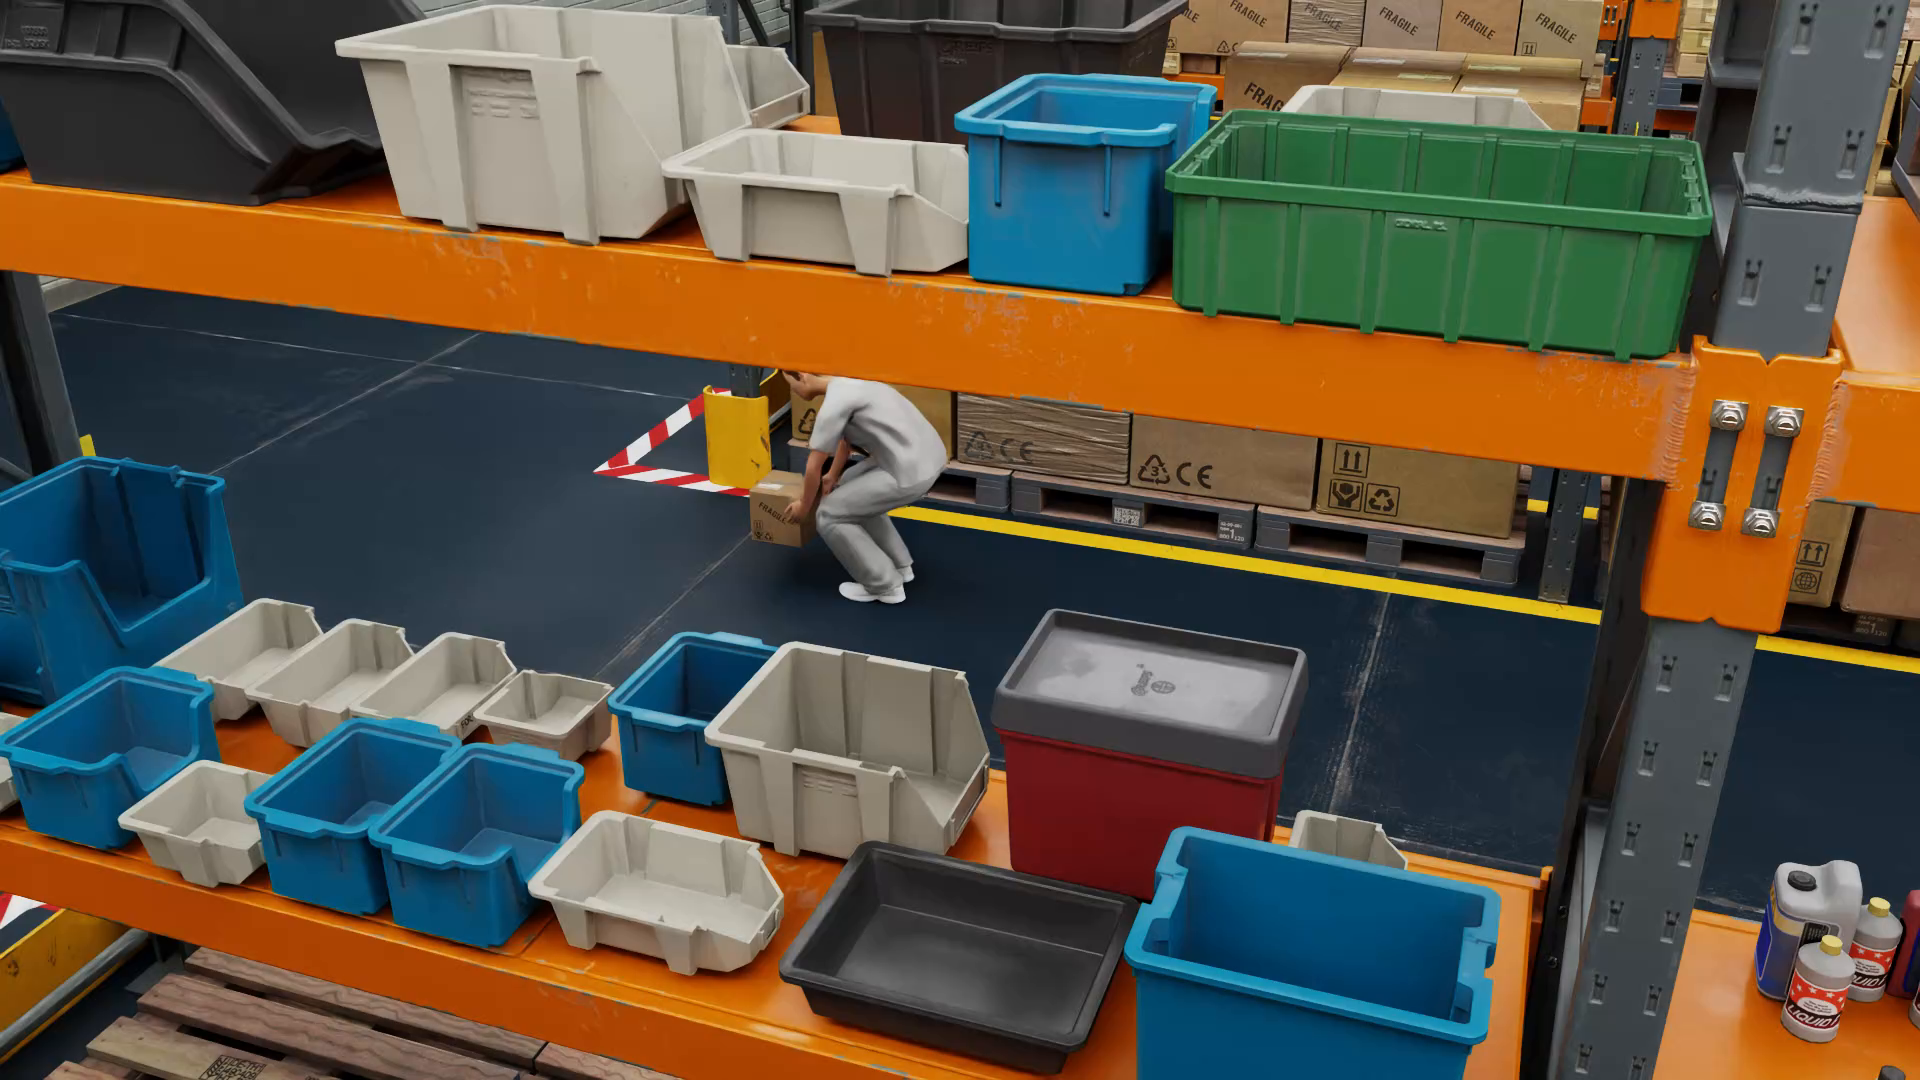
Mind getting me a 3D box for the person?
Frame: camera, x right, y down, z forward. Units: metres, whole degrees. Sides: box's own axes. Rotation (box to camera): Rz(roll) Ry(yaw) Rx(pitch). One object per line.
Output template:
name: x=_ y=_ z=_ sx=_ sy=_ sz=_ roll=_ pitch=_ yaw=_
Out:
person: x=-0.438 y=-0.282 z=7.340 sx=0.747 sy=1.116 sz=0.490 roll=9 pitch=27 yaw=17
